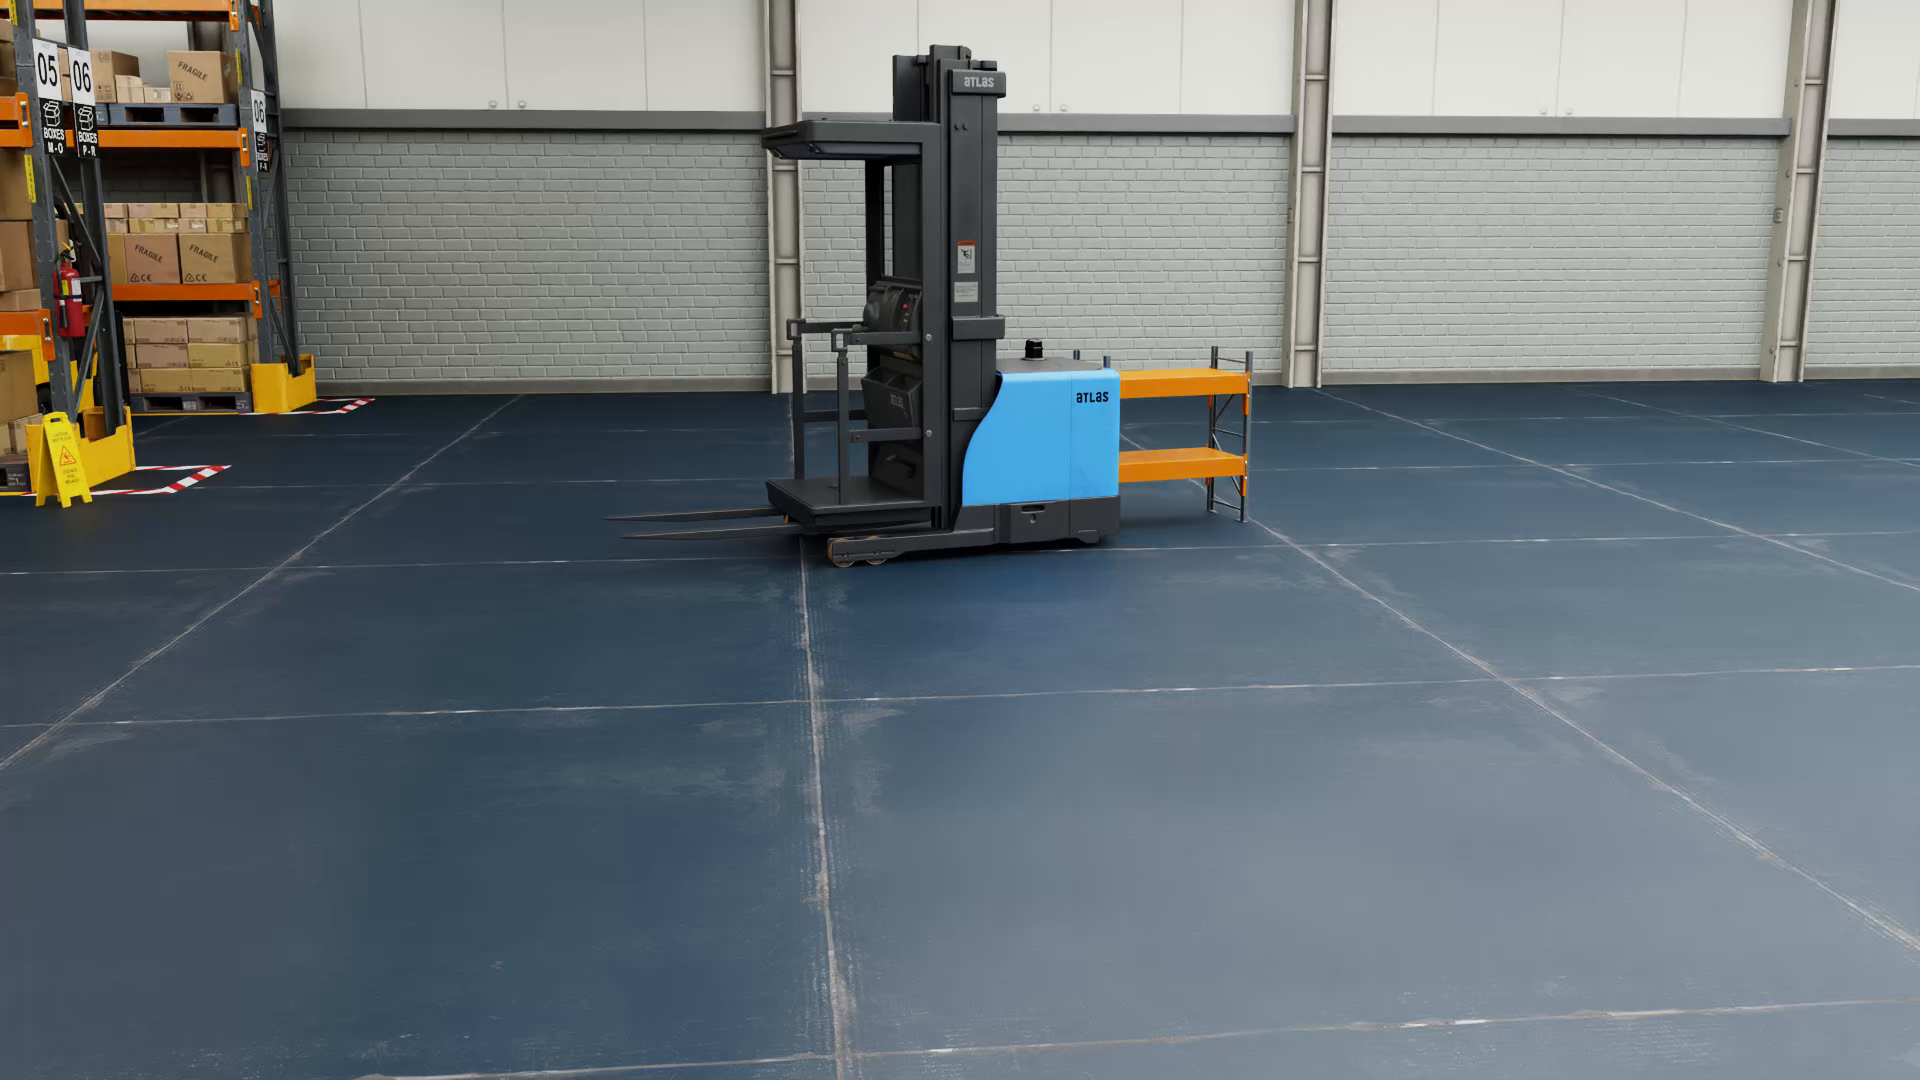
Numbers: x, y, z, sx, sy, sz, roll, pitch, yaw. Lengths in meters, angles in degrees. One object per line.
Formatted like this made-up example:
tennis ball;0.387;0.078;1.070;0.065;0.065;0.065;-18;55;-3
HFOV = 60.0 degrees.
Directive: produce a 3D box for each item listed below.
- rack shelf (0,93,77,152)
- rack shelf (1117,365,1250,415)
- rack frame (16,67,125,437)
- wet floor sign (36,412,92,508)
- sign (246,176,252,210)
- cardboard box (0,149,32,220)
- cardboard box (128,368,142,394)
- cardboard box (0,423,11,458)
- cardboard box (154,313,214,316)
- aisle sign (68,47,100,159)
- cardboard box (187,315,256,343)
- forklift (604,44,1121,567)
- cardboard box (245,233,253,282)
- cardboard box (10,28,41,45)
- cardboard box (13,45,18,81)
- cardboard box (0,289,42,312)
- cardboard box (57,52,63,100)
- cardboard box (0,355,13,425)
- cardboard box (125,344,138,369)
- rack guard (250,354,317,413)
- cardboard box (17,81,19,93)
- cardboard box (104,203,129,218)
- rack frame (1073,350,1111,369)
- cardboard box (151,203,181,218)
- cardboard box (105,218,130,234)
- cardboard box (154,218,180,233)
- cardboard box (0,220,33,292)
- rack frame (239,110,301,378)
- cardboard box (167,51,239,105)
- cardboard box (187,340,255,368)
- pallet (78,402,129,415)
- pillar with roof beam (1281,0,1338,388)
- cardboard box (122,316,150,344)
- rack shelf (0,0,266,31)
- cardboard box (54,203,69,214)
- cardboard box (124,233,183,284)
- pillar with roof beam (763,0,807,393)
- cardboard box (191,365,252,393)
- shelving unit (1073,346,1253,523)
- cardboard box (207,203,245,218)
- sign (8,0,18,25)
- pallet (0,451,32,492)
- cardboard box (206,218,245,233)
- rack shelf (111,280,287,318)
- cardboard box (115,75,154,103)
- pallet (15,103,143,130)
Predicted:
rack shelf;-8.571;-3.003;11.956;4.000;0.370;1.077;-1;11;-6
rack shelf;1.316;-0.963;10.834;1.000;0.278;0.538;-4;12;-20
rack frame;-6.582;-1.926;12.388;0.127;3.000;1.000;-1;11;-6
wet floor sign;-6.278;-0.569;11.592;0.232;0.644;0.267;3;11;14
sign;-7.077;-3.458;16.564;0.005;0.325;0.100;-1;11;-6
cardboard box;-7.067;-2.559;11.986;0.500;0.500;0.700;-1;11;-7
cardboard box;-8.549;-1.647;17.009;0.500;0.250;0.500;-1;11;-5
cardboard box;-7.381;-0.714;12.262;0.500;0.250;0.500;-1;11;-6
cardboard box;-8.117;-2.240;17.435;0.500;0.250;0.500;-1;11;-6
aisle sign;-6.554;-3.262;12.446;0.004;0.787;0.394;-1;11;-6
cardboard box;-7.546;-2.156;17.005;0.500;0.250;0.500;-1;11;-4
forklift;-0.588;-1.396;9.870;3.031;2.935;1.130;-4;12;-20
cardboard box;-7.645;-2.970;17.439;0.500;0.500;0.500;-1;11;-4
cardboard box;-6.958;-3.697;12.207;0.250;0.149;0.380;-1;11;-6
cardboard box;-7.111;-3.511;12.291;0.500;0.250;0.500;-1;11;-7
cardboard box;-6.931;-1.754;12.164;0.250;0.149;0.380;-1;11;-4
cardboard box;-9.151;-4.592;16.560;0.637;0.503;0.797;-1;11;-4
cardboard box;-7.351;-1.084;12.201;0.500;0.500;0.500;-1;11;-6
cardboard box;-8.583;-1.887;16.932;0.500;0.250;0.500;-1;11;-7
rack guard;-7.098;-1.652;17.473;0.348;0.500;1.175;-1;11;-6
cardboard box;-6.947;-3.330;12.405;0.250;0.149;0.380;-1;11;-6
cardboard box;-8.457;-3.304;16.685;0.250;0.149;0.380;-1;11;-5
rack frame;0.840;-0.641;10.715;0.032;1.125;0.500;-4;12;-20
cardboard box;-7.955;-3.321;16.775;0.250;0.149;0.380;-1;11;-5
cardboard box;-8.460;-3.162;16.734;0.250;0.149;0.380;-2;11;-8
cardboard box;-7.952;-3.179;16.824;0.250;0.149;0.380;-1;11;-5
cardboard box;-7.092;-2.057;12.024;0.500;0.500;0.500;-1;11;-7
rack frame;-7.122;-2.878;17.230;0.127;3.000;1.000;-1;11;-6
cardboard box;-7.536;-4.598;16.596;0.500;0.500;0.500;-1;11;-4
cardboard box;-7.572;-1.910;17.050;0.500;0.250;0.500;-1;11;-7
pallet;-9.088;-1.461;17.251;1.213;0.211;1.003;-1;11;-6
pillar with roof beam;4.483;-5.404;14.529;0.400;9.000;9.100;-1;11;-6
cardboard box;-8.554;-2.132;16.882;0.500;0.250;0.500;-1;11;-5
rack shelf;-9.110;-5.230;16.547;4.000;0.370;1.077;-1;11;-6
cardboard box;-8.980;-3.310;16.717;0.250;0.149;0.380;-1;11;-5
cardboard box;-8.100;-2.857;16.866;0.500;0.500;0.500;-1;11;-4
pillar with roof beam;-1.482;-5.279;13.893;0.400;9.000;9.100;-1;11;-6
cardboard box;-7.555;-1.664;17.097;0.500;0.250;0.500;-1;11;-6
shelving unit;1.316;-0.676;10.890;1.048;1.125;0.538;-4;12;-20
cardboard box;-7.455;-3.343;16.885;0.250;0.149;0.380;-1;11;-6
sign;-6.542;-3.725;11.470;0.005;0.325;0.100;-1;11;-6
pallet;-7.469;-0.546;12.598;1.213;0.211;1.003;-1;11;-6
cardboard box;-7.437;-3.184;16.847;0.250;0.149;0.380;-1;11;-5
rack shelf;-9.110;-2.483;17.087;4.000;0.370;1.077;-1;11;-6
cardboard box;-8.165;-4.458;16.492;0.258;0.266;0.396;-1;11;-6
pallet;-9.043;-4.270;16.767;1.213;0.211;1.003;-1;11;-6
